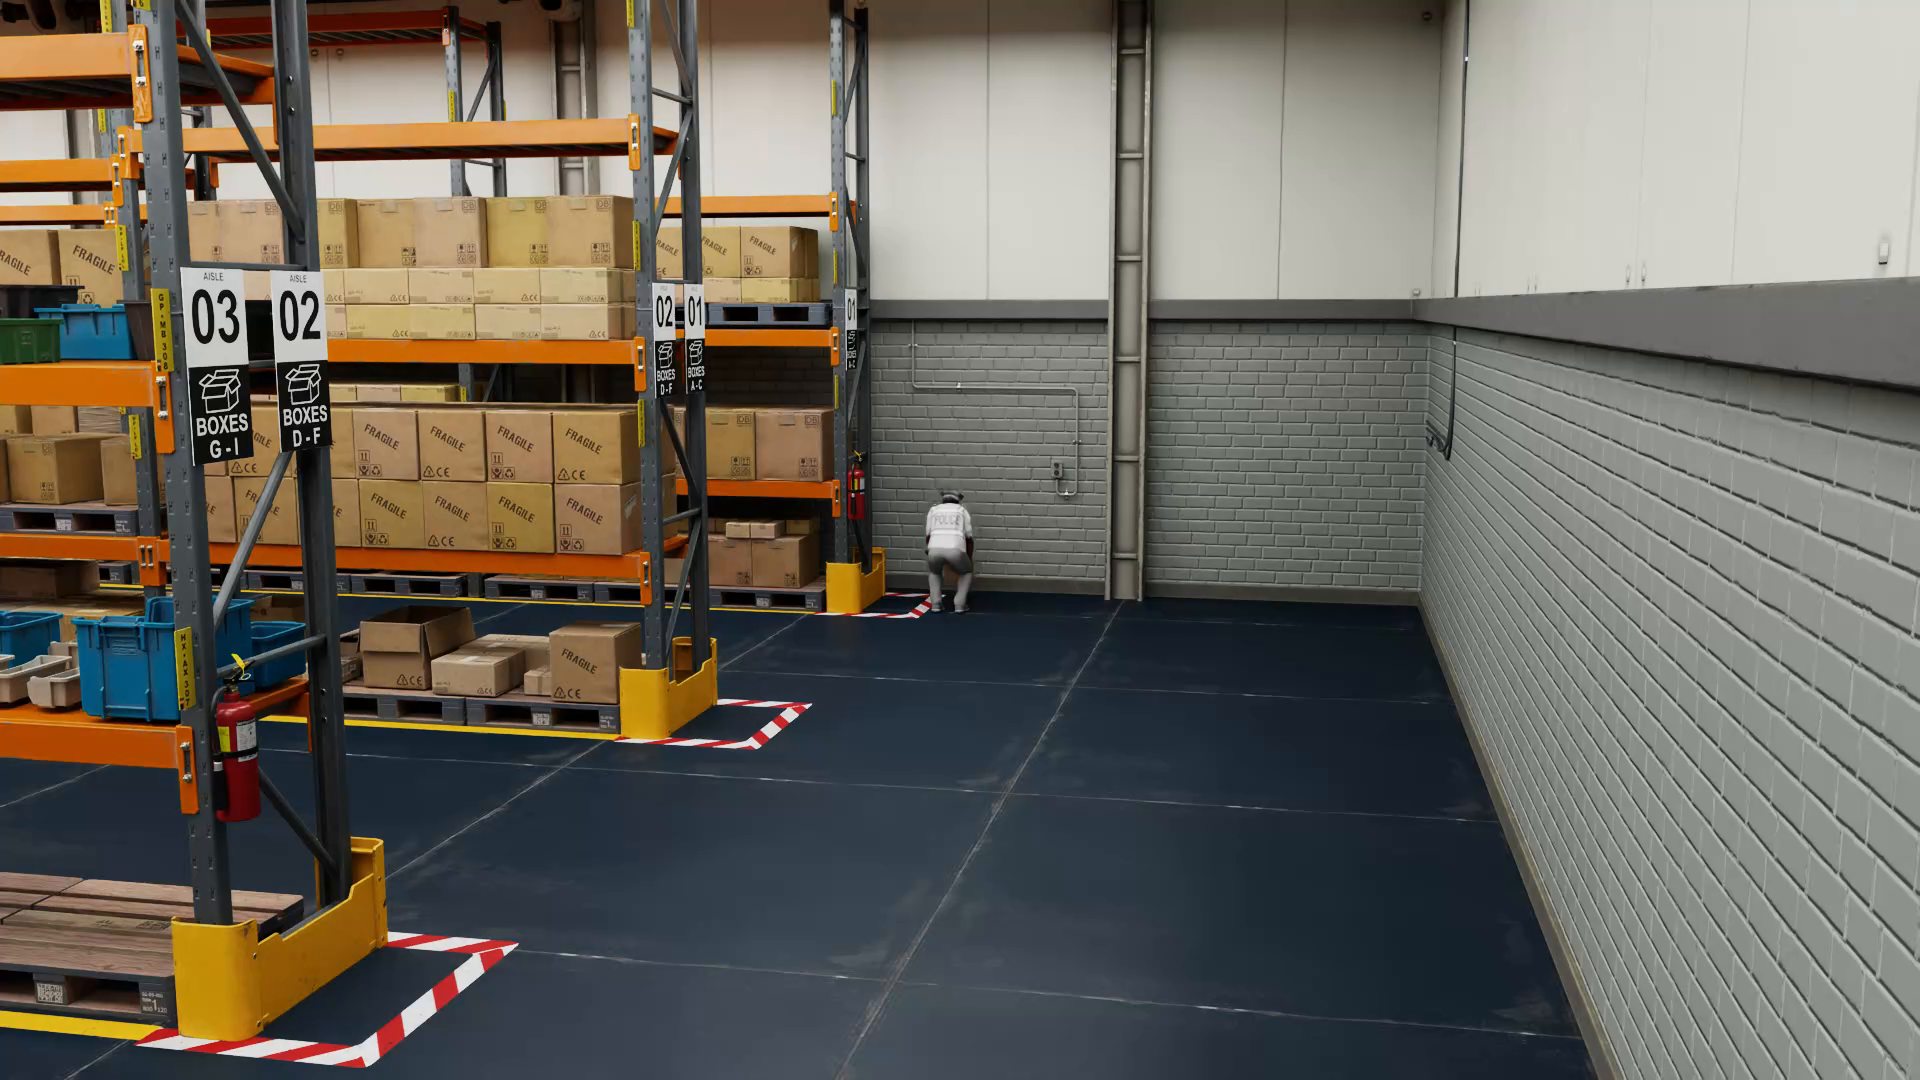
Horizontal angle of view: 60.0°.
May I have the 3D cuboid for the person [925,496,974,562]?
[{"bbox_3d":[-0.135,-0.027,16.661,0.490,0.849,0.742,2,8,11],"label":"person"}]
